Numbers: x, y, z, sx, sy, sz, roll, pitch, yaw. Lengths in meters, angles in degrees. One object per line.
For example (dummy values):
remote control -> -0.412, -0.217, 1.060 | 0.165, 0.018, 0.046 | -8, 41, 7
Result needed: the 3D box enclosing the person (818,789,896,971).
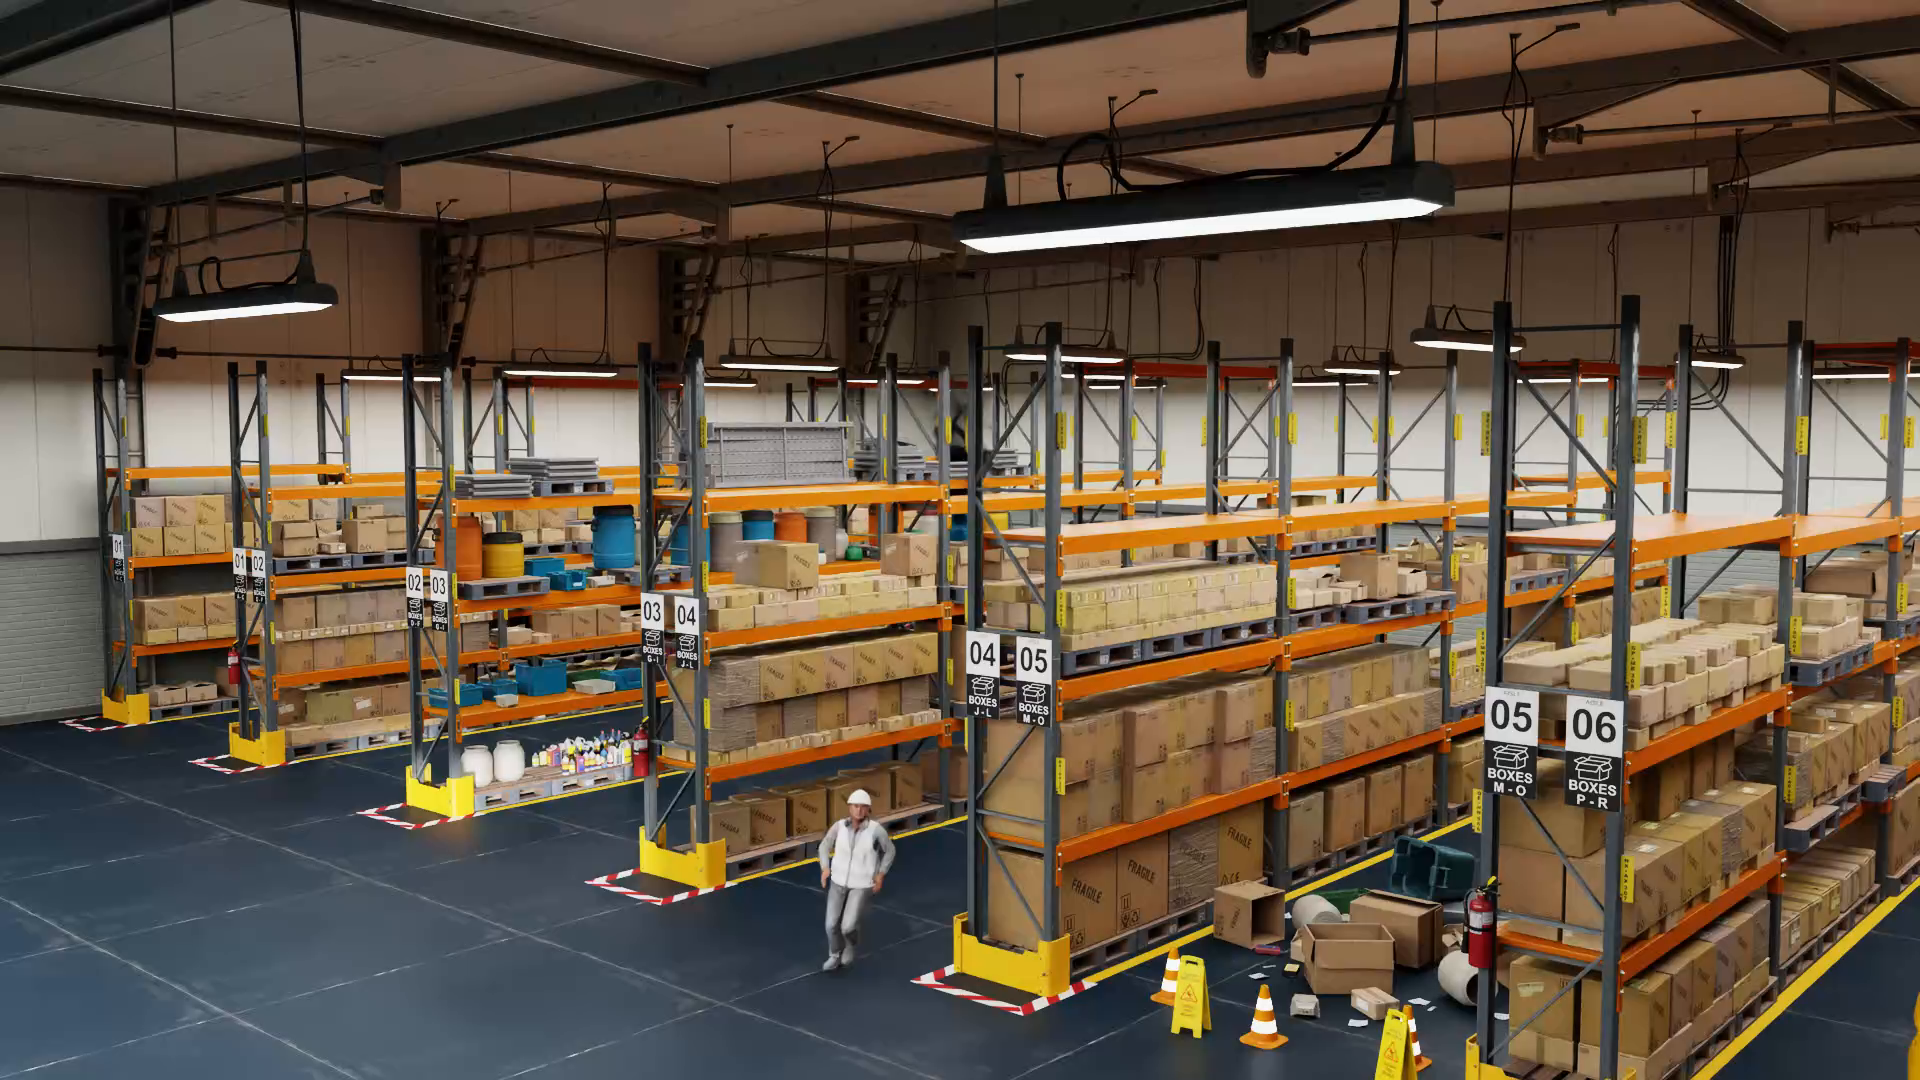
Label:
person -> -0.992, 3.178, 15.431 | 0.714, 1.720, 0.529 | 1, 4, 14
